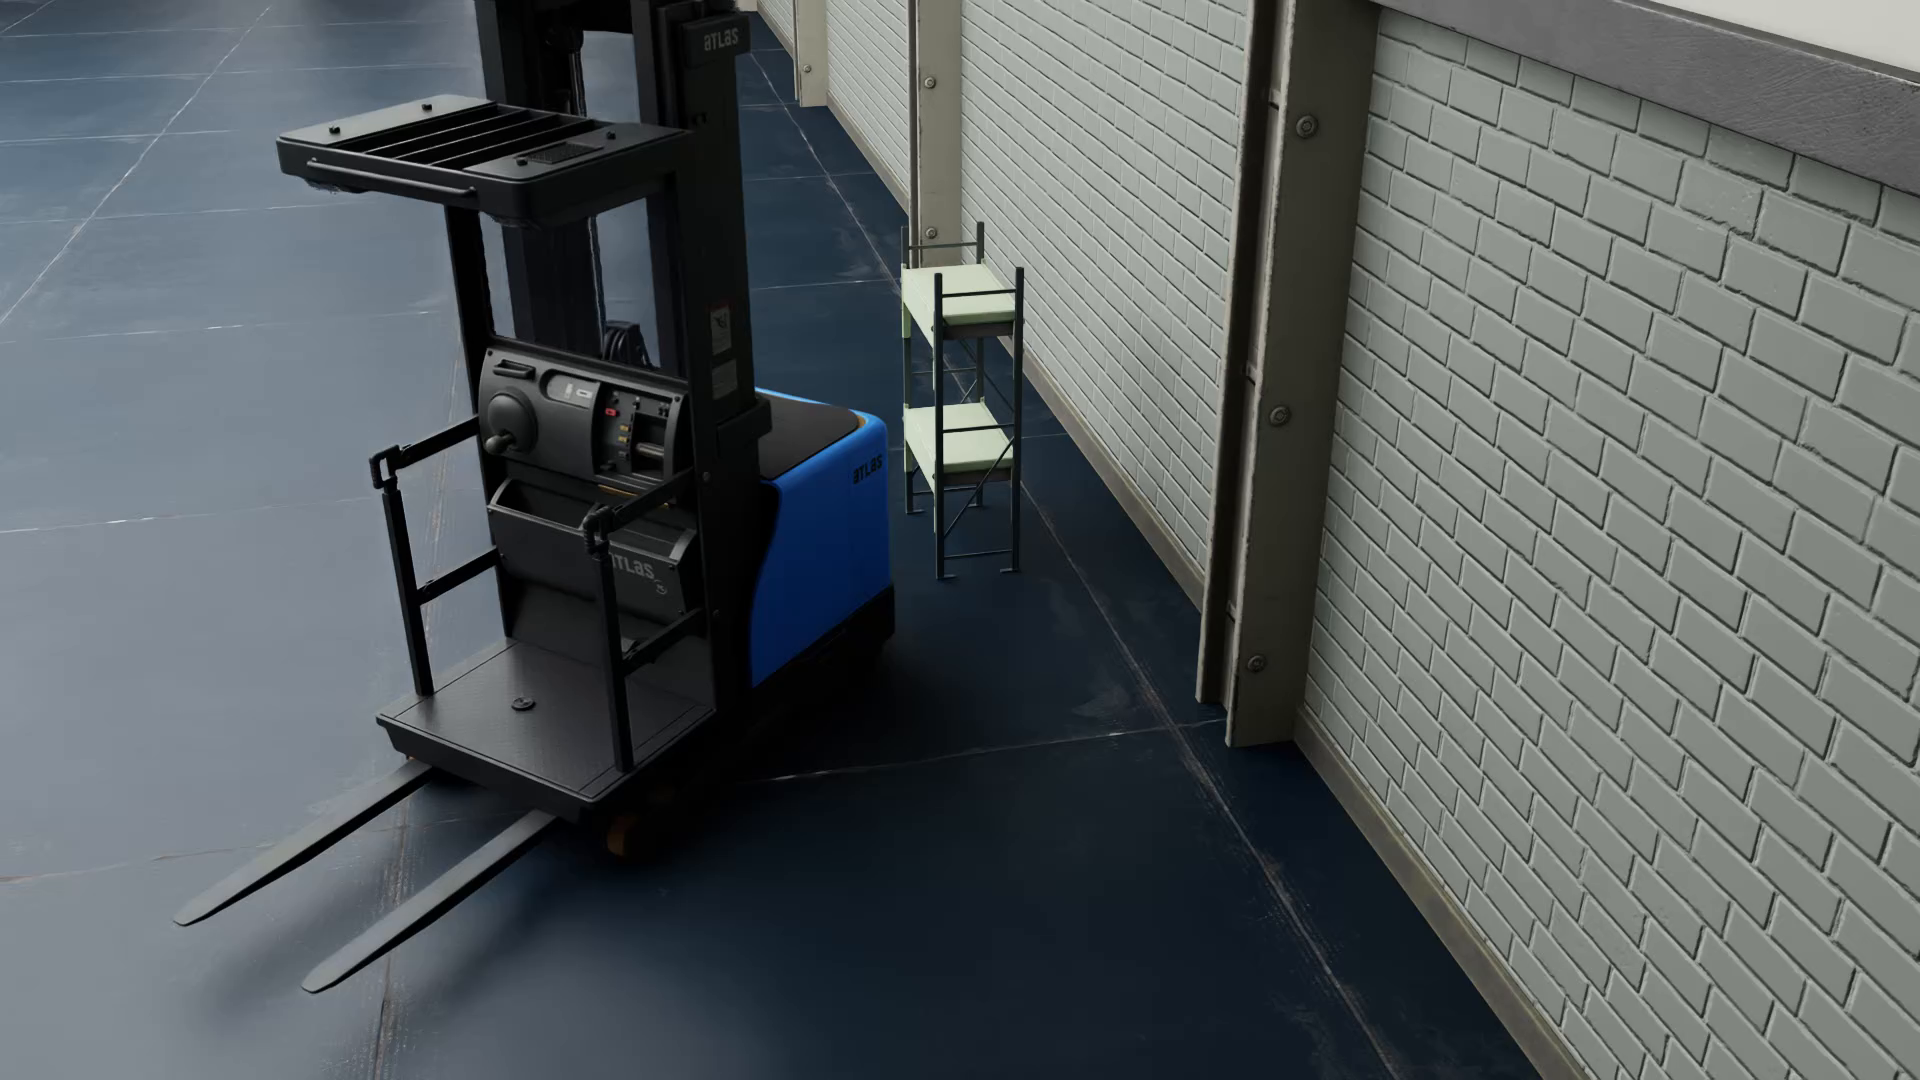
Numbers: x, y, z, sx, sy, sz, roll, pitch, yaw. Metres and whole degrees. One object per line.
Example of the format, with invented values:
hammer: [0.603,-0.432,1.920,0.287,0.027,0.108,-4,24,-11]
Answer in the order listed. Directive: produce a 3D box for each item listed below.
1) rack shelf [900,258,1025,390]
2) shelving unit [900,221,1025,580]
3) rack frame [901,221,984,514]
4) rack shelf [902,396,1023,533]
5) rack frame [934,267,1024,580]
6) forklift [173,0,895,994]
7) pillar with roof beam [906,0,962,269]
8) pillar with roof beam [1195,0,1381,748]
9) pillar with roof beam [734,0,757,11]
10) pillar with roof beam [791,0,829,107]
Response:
rack shelf: [0.002,-1.015,7.730,0.431,0.370,0.720,-6,27,-12]
shelving unit: [0.002,-0.667,7.906,0.431,1.500,0.755,-6,27,-12]
rack frame: [-0.081,-0.827,8.225,0.400,1.500,0.023,-6,27,-12]
rack shelf: [0.002,-0.376,8.053,0.431,0.370,0.720,-6,27,-12]
rack frame: [0.084,-0.506,7.588,0.400,1.500,0.023,-6,27,-12]
forklift: [-1.471,-0.400,5.789,1.130,2.935,3.031,15,30,27]
pillar with roof beam: [-4.369,-5.490,9.140,9.100,9.000,0.400,-6,27,-12]
pillar with roof beam: [-3.017,-2.856,3.921,9.100,9.000,0.400,-6,27,-12]
pillar with roof beam: [-7.073,-10.758,19.577,9.100,9.000,0.400,-6,27,-12]
pillar with roof beam: [-5.721,-8.124,14.358,9.100,9.000,0.400,-6,27,-12]
